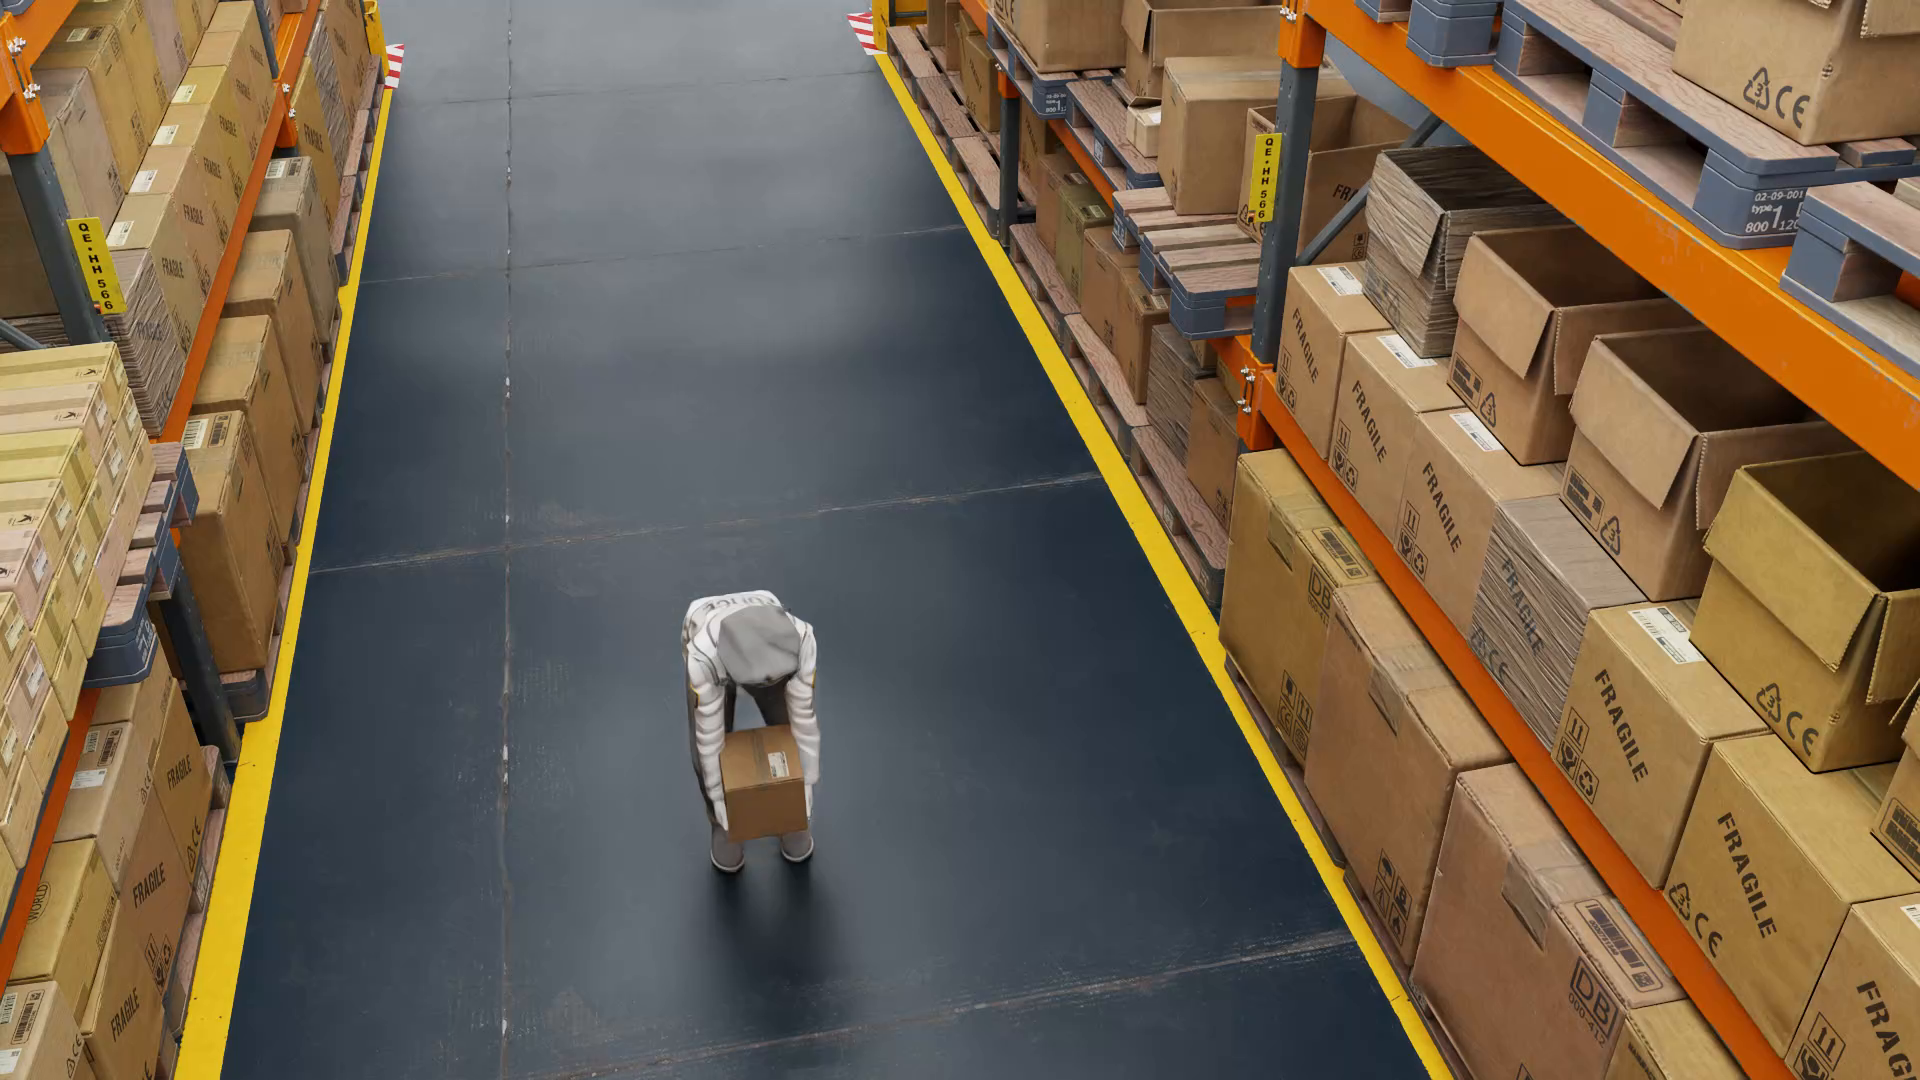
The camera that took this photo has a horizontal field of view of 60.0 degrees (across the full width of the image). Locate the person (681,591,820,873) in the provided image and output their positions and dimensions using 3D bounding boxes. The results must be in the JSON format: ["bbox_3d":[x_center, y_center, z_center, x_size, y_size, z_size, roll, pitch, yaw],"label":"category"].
[{"bbox_3d":[-0.675,0.641,5.487,0.417,1.359,0.849,-8,35,-12],"label":"person"}]
